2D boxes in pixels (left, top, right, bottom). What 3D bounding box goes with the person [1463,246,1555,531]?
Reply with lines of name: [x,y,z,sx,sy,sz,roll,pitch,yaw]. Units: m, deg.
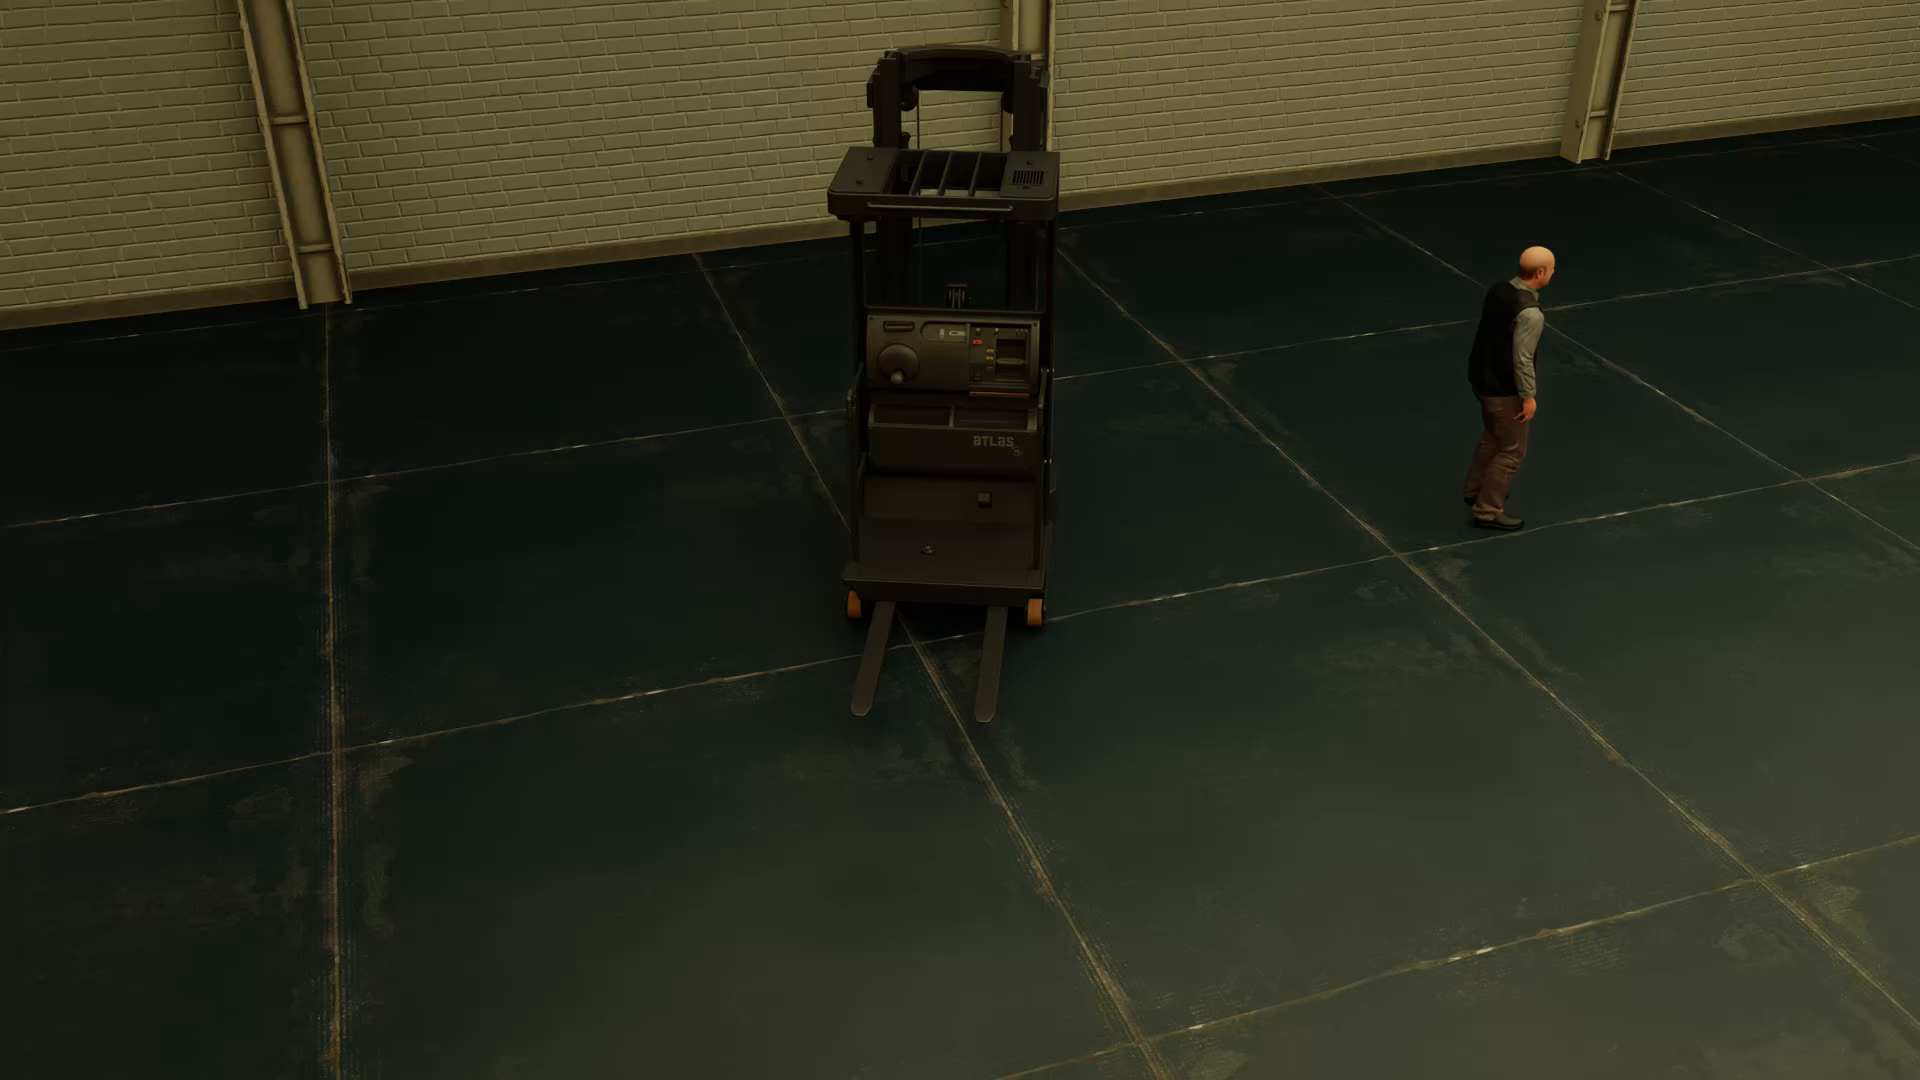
person: [3.250,-0.914,9.897,0.442,1.724,0.586,-3,30,-5]

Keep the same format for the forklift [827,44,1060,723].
forklift: [-0.056,-0.962,8.758,1.130,2.935,3.031,3,30,4]
